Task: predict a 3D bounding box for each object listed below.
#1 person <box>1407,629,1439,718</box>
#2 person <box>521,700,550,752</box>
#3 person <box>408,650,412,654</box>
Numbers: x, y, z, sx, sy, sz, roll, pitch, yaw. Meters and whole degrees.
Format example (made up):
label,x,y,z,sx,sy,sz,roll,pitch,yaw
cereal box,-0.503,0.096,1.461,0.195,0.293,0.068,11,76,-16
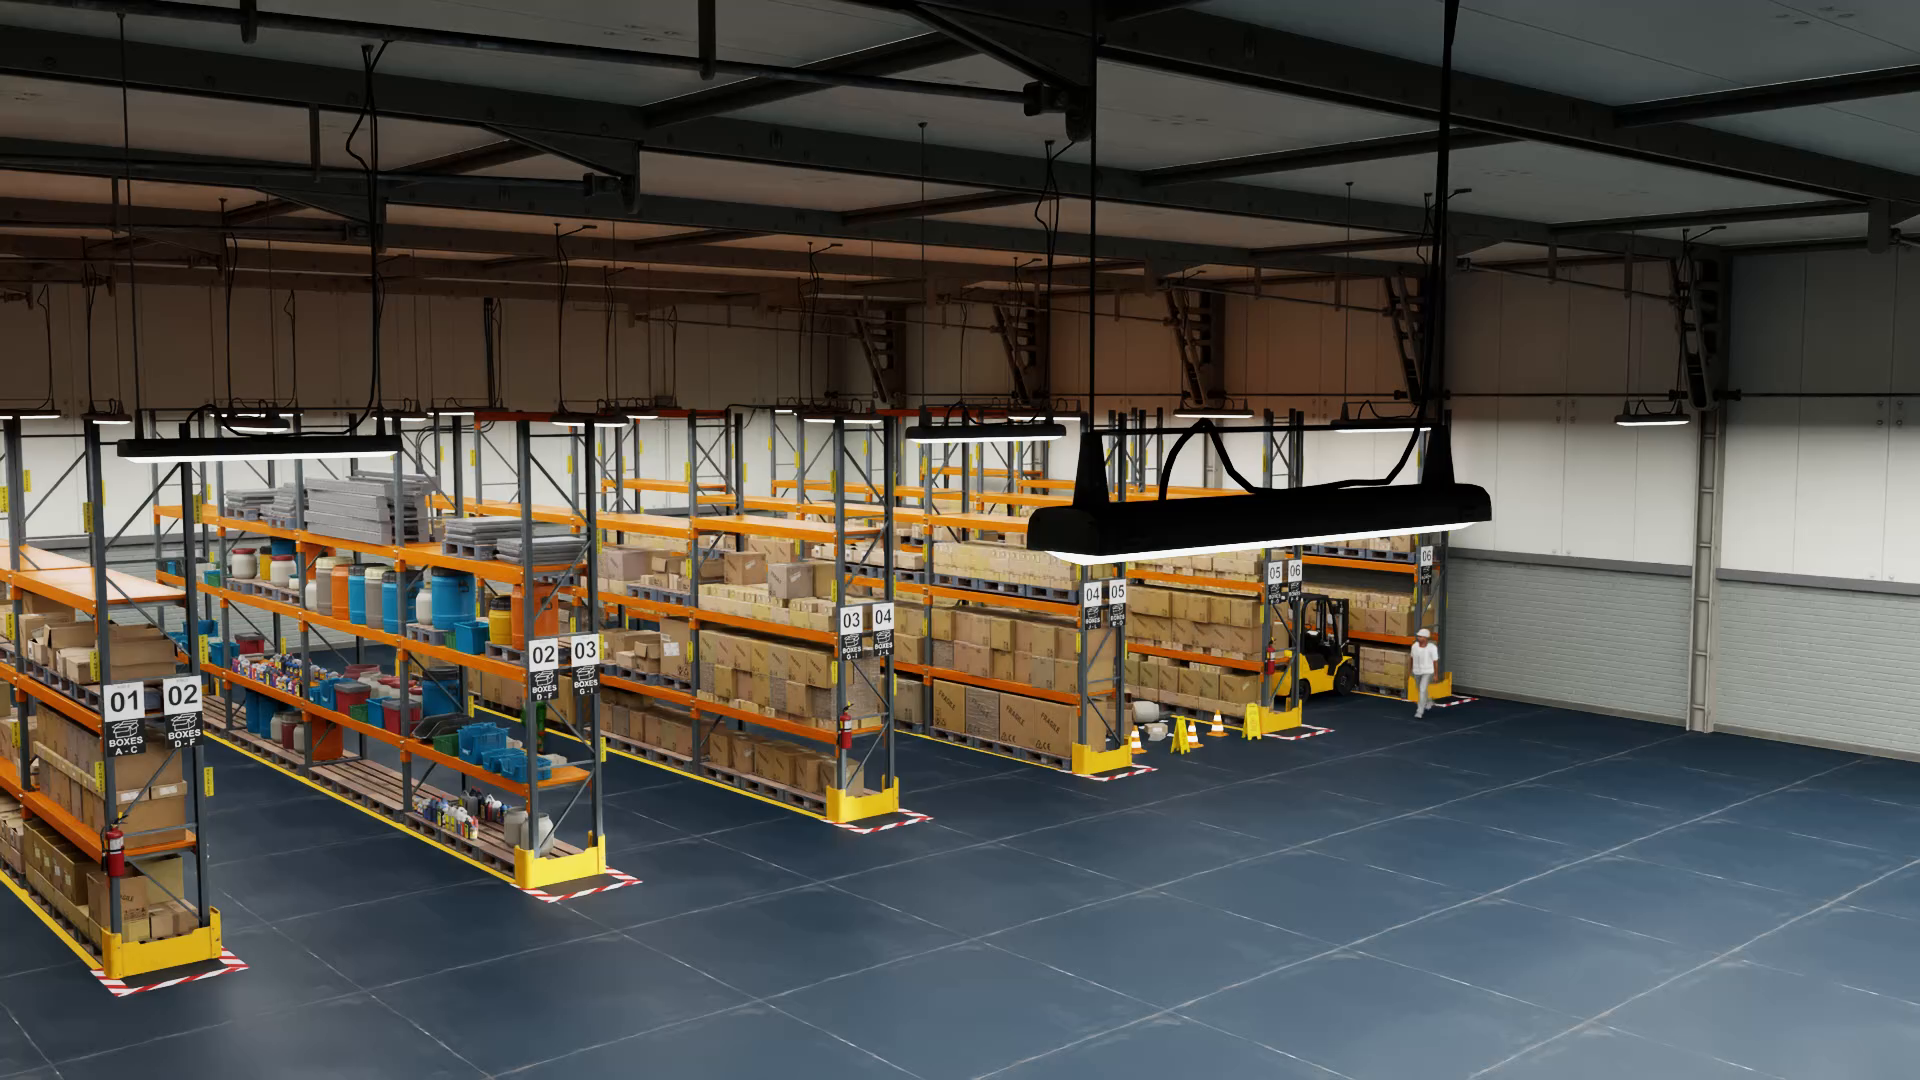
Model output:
label,x,y,z,sx,sy,sz,roll,pitch,yaw
person,9.116,2.597,32.685,0.621,1.732,0.997,4,7,40
person,-7.479,2.846,29.432,0.461,1.785,0.593,4,7,42
person,-12.561,2.079,38.308,0.845,1.764,0.565,0,5,-2
